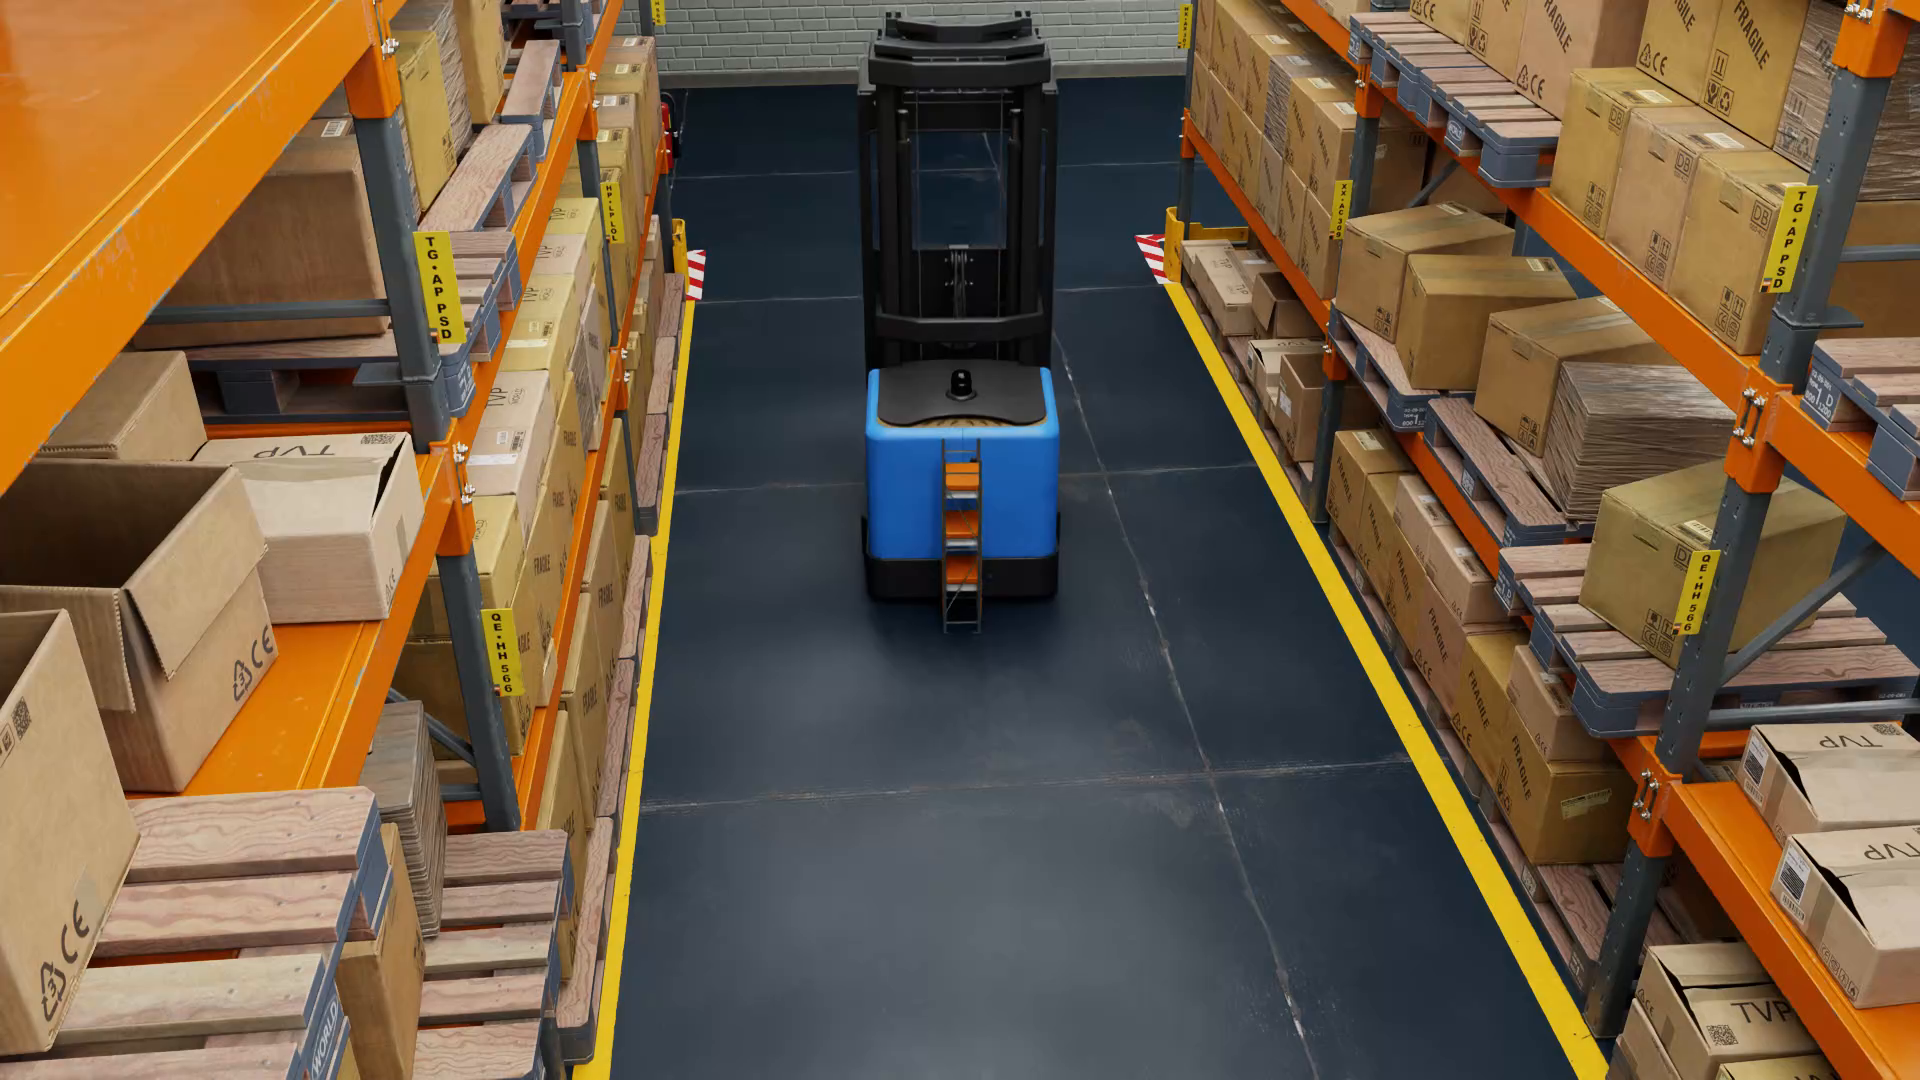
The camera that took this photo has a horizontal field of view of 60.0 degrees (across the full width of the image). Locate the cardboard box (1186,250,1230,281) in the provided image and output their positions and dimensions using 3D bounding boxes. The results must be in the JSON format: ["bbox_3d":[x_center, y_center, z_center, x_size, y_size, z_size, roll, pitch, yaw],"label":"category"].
[{"bbox_3d":[1.940,-2.091,12.660,0.380,0.166,0.250,-3,31,-5],"label":"cardboard box"}]

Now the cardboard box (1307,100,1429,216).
[{"bbox_3d":[2.288,-2.152,9.356,0.500,0.500,0.500,-3,31,-4],"label":"cardboard box"}]

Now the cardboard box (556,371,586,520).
[{"bbox_3d":[-1.897,-0.379,7.053,0.500,0.500,0.500,-2,31,-3],"label":"cardboard box"}]

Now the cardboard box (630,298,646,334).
[{"bbox_3d":[-2.206,-1.418,10.594,0.380,0.149,0.250,-4,31,-6],"label":"cardboard box"}]

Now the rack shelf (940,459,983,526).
[{"bbox_3d":[0.009,-0.246,8.605,0.215,0.259,0.240,-1,31,-1],"label":"rack shelf"}]

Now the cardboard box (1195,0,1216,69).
[{"bbox_3d":[1.998,-3.710,11.963,0.500,0.500,0.500,-2,31,-3],"label":"cardboard box"}]

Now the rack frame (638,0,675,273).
[{"bbox_3d":[-2.712,-3.238,12.245,1.000,3.000,0.127,-3,31,-5],"label":"rack frame"}]

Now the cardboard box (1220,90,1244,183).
[{"bbox_3d":[2.096,-2.761,11.350,0.500,0.500,0.500,-3,31,-5],"label":"cardboard box"}]

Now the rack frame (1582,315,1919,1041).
[{"bbox_3d":[2.967,0.608,5.808,1.000,3.000,0.127,-3,31,-5],"label":"rack frame"}]

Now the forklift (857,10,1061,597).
[{"bbox_3d":[-0.017,-1.664,9.678,1.130,2.935,3.031,-1,31,-1],"label":"forklift"}]

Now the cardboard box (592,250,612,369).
[{"bbox_3d":[-2.045,-1.151,8.345,0.500,0.500,0.500,-3,31,-5],"label":"cardboard box"}]

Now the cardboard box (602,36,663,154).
[{"bbox_3d":[-2.655,-3.106,11.733,0.980,0.700,0.700,-1,31,-2],"label":"cardboard box"}]

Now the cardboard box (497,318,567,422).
[{"bbox_3d":[-1.906,-0.688,6.839,0.500,0.250,0.500,-3,31,-6],"label":"cardboard box"}]

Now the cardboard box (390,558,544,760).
[{"bbox_3d":[-1.755,0.407,5.736,0.500,0.500,0.500,-2,31,-3],"label":"cardboard box"}]

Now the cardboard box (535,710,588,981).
[{"bbox_3d":[-1.903,1.208,6.490,0.750,0.750,0.750,-3,31,-5],"label":"cardboard box"}]

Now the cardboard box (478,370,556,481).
[{"bbox_3d":[-1.852,-0.428,6.403,0.500,0.250,0.500,-3,31,-4],"label":"cardboard box"}]

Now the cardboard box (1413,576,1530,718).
[{"bbox_3d":[2.542,0.494,8.007,0.500,0.500,0.500,-4,31,-6],"label":"cardboard box"}]

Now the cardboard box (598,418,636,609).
[{"bbox_3d":[-2.148,-0.127,8.724,0.750,0.750,0.750,-2,31,-4],"label":"cardboard box"}]

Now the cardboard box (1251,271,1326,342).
[{"bbox_3d":[2.412,-1.511,11.359,0.797,0.503,0.637,-3,31,-5],"label":"cardboard box"}]

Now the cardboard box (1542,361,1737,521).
[{"bbox_3d":[2.900,-0.408,7.001,0.700,0.500,0.500,3,31,5],"label":"cardboard box"}]

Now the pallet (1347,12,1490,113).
[{"bbox_3d":[2.584,-2.305,7.943,1.213,0.211,1.003,-3,31,-5],"label":"pallet"}]

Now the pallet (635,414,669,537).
[{"bbox_3d":[-2.332,-0.390,10.197,1.003,0.211,1.213,-3,31,-5],"label":"pallet"}]

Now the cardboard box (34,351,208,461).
[{"bbox_3d":[-2.127,-0.114,3.973,0.500,0.500,0.500,-3,31,-5],"label":"cardboard box"}]

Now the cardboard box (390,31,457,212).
[{"bbox_3d":[-2.208,-1.469,5.832,0.700,0.500,0.500,-1,31,-2],"label":"cardboard box"}]

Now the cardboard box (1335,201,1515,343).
[{"bbox_3d":[2.415,-1.405,8.670,0.700,0.500,0.500,-13,33,-21],"label":"cardboard box"}]

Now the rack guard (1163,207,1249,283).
[{"bbox_3d":[2.226,-2.365,13.222,1.175,0.500,0.348,-3,31,-5],"label":"rack guard"}]

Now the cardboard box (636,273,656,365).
[{"bbox_3d":[-2.453,-1.480,11.330,0.700,0.500,0.500,-4,31,-6],"label":"cardboard box"}]

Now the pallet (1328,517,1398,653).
[{"bbox_3d":[2.707,0.176,9.249,1.003,0.211,1.213,-3,31,-5],"label":"pallet"}]

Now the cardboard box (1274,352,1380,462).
[{"bbox_3d":[2.257,-0.828,10.219,0.500,0.500,0.500,-3,31,-5],"label":"cardboard box"}]

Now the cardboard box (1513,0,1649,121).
[{"bbox_3d":[2.694,-2.047,6.722,0.600,0.600,0.600,-4,31,-7],"label":"cardboard box"}]

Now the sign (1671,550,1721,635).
[{"bbox_3d":[2.427,0.175,5.479,0.100,0.325,0.005,-3,31,-5],"label":"sign"}]

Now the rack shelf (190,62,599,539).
[{"bbox_3d":[-2.152,-1.153,6.532,1.077,0.370,4.000,-3,31,-5],"label":"rack shelf"}]

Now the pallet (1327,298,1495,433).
[{"bbox_3d":[2.559,-0.939,8.584,1.003,0.211,1.213,-3,31,-5],"label":"pallet"}]

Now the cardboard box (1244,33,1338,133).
[{"bbox_3d":[2.145,-2.928,10.655,0.500,0.500,0.500,-3,31,-5],"label":"cardboard box"}]

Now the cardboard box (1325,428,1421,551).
[{"bbox_3d":[2.396,-0.292,9.322,0.500,0.500,0.500,-4,31,-7],"label":"cardboard box"}]

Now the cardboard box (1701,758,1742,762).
[{"bbox_3d":[3.154,0.979,7.195,0.500,0.500,0.500,-4,31,-6],"label":"cardboard box"}]

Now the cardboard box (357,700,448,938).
[{"bbox_3d":[-1.911,0.855,4.868,0.700,0.500,0.500,-6,31,-10],"label":"cardboard box"}]

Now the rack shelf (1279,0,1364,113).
[{"bbox_3d":[2.406,-3.435,10.351,1.077,0.370,4.000,-3,31,-5],"label":"rack shelf"}]

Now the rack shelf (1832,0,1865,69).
[{"bbox_3d":[2.780,-2.508,6.266,1.077,0.370,4.000,-3,31,-5],"label":"rack shelf"}]

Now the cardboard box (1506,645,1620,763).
[{"bbox_3d":[2.636,0.675,6.972,0.500,0.250,0.500,-2,31,-3],"label":"cardboard box"}]

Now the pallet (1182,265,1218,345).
[{"bbox_3d":[2.302,-1.834,12.614,1.003,0.211,1.213,-3,31,-5],"label":"pallet"}]

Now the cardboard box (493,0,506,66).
[{"bbox_3d":[-2.366,-2.260,7.157,0.700,0.500,0.500,-4,31,-7],"label":"cardboard box"}]

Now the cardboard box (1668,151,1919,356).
[{"bbox_3d":[2.892,-0.944,5.383,0.910,0.500,0.500,-3,31,-5],"label":"cardboard box"}]

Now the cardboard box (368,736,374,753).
[{"bbox_3d":[-1.903,0.511,4.810,0.380,0.149,0.250,-7,32,-11],"label":"cardboard box"}]

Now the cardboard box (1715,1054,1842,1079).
[{"bbox_3d":[2.781,1.916,5.342,0.500,0.311,0.500,-3,31,-6],"label":"cardboard box"}]

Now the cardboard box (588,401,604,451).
[{"bbox_3d":[-1.915,-0.543,7.959,0.380,0.149,0.250,-3,31,-5],"label":"cardboard box"}]

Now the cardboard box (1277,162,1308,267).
[{"bbox_3d":[2.241,-1.984,10.048,0.500,0.500,0.500,-2,31,-3],"label":"cardboard box"}]

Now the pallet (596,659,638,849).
[{"bbox_3d":[-2.074,1.016,7.842,1.003,0.211,1.213,-3,31,-5],"label":"pallet"}]

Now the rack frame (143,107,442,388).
[{"bbox_3d":[-1.965,-1.729,3.869,1.000,3.000,0.127,-3,31,-5],"label":"rack frame"}]

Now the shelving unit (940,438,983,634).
[{"bbox_3d":[0.009,-0.012,8.745,0.215,1.050,0.252,-1,31,-1],"label":"shelving unit"}]

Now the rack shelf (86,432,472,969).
[{"bbox_3d":[-1.778,0.889,3.113,1.077,0.370,4.000,-3,31,-5],"label":"rack shelf"}]

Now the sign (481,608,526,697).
[{"bbox_3d":[-1.425,0.353,5.182,0.100,0.325,0.005,-3,31,-5],"label":"sign"}]

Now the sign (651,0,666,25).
[{"bbox_3d":[-2.171,-3.855,11.919,0.100,0.325,0.005,-3,31,-5],"label":"sign"}]

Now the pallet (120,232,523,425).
[{"bbox_3d":[-2.078,-0.686,5.232,1.213,0.211,1.003,-1,31,-2],"label":"pallet"}]

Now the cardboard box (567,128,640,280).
[{"bbox_3d":[-2.436,-1.975,9.838,0.980,0.700,0.700,-4,31,-6],"label":"cardboard box"}]

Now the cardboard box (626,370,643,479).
[{"bbox_3d":[-2.306,-0.689,10.007,0.700,0.500,0.500,-2,31,-4],"label":"cardboard box"}]

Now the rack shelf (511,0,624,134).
[{"bbox_3d":[-2.525,-3.195,9.951,1.077,0.370,4.000,-3,31,-5],"label":"rack shelf"}]

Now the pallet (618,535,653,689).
[{"bbox_3d":[-2.191,0.392,8.888,1.003,0.211,1.213,-3,31,-5],"label":"pallet"}]
